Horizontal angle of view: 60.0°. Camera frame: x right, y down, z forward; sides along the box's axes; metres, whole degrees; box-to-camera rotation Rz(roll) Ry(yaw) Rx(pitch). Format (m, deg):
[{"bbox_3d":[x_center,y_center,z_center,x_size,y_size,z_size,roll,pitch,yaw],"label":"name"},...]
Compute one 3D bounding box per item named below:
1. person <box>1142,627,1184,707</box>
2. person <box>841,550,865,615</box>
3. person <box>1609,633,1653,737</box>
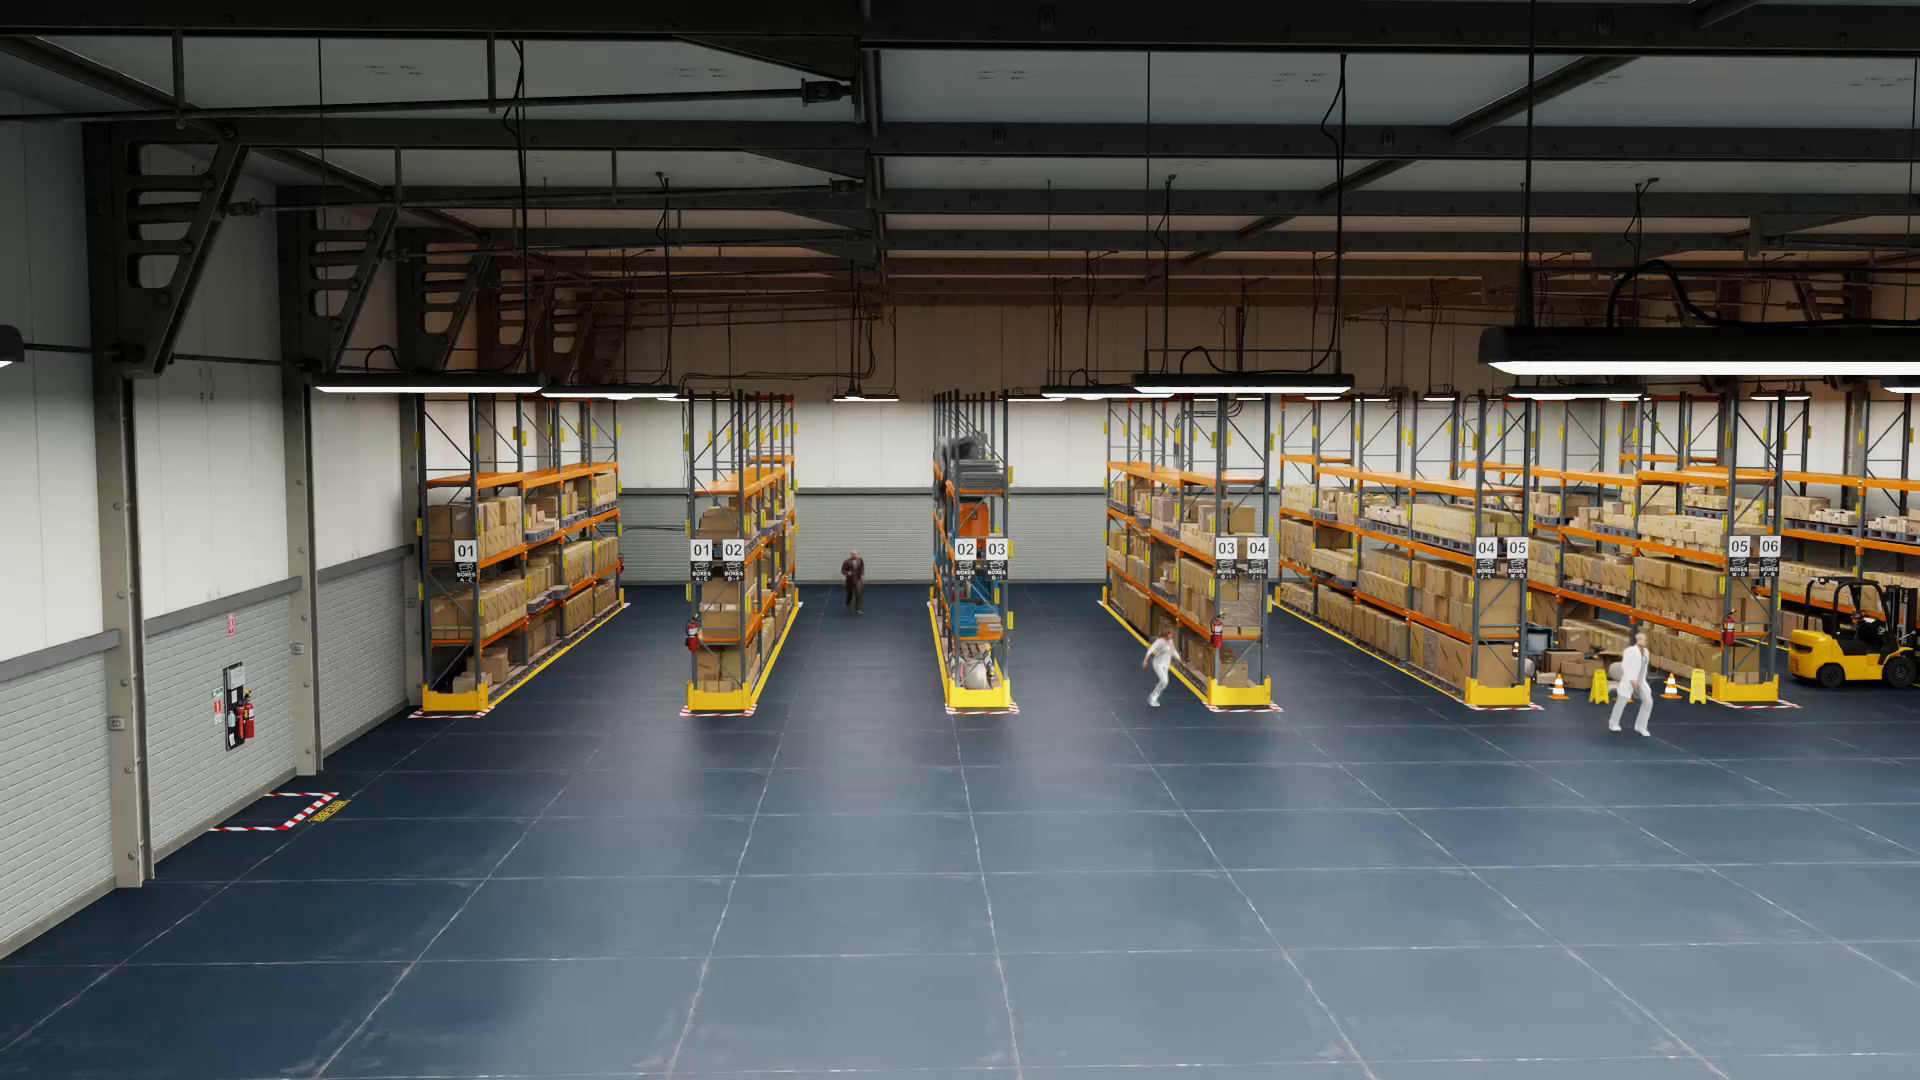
[{"bbox_3d":[3.850,2.391,31.309,0.529,1.539,0.739,-4,6,-38],"label":"person"},{"bbox_3d":[-2.918,1.123,45.293,0.690,1.741,1.131,-1,5,-16],"label":"person"},{"bbox_3d":[11.704,2.528,28.796,0.648,1.647,0.795,-2,5,-21],"label":"person"}]
